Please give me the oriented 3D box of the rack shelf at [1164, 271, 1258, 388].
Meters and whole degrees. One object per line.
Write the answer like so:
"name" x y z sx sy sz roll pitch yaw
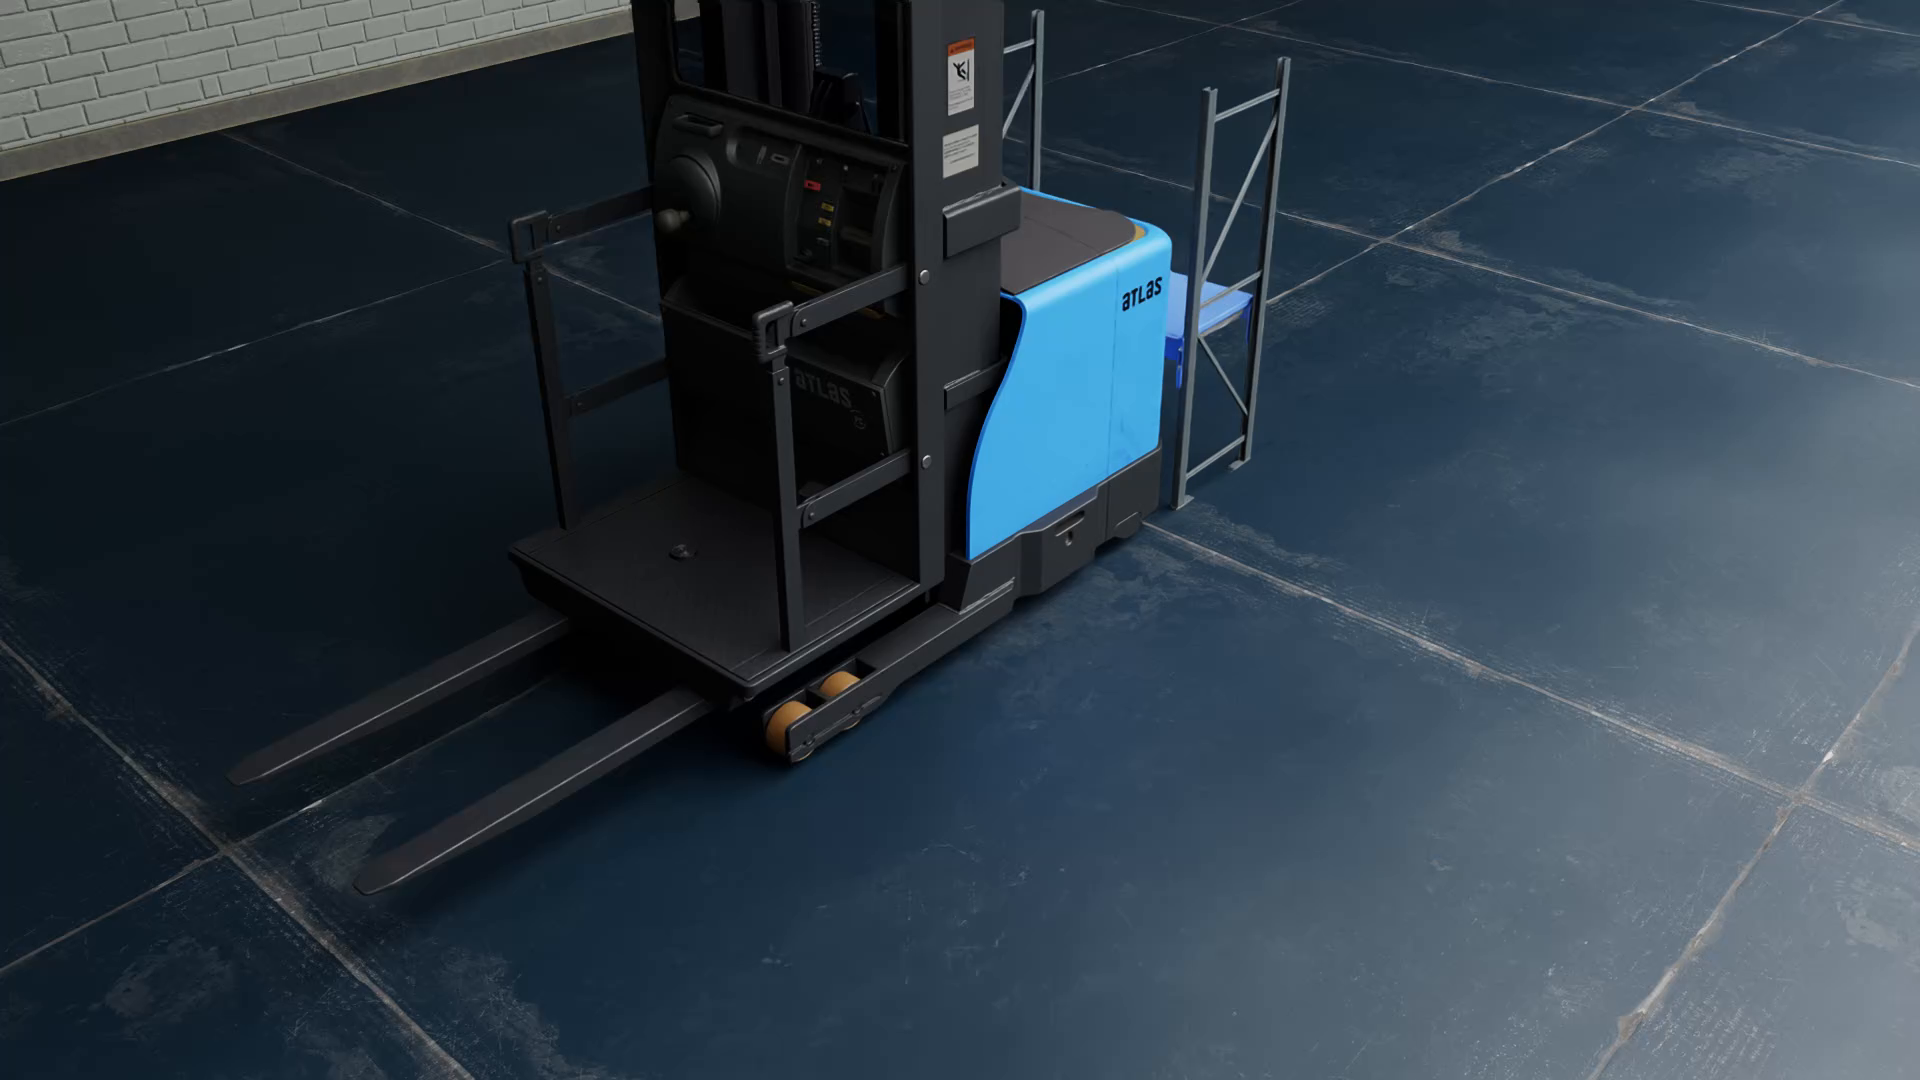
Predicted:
"rack shelf" 0.528 -0.862 6.077 1.000 0.185 0.538 23 38 33

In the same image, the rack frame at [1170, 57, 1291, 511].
"rack frame" 0.921 -0.850 5.708 0.032 1.500 0.500 23 38 33

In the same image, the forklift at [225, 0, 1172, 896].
"forklift" -0.654 -0.925 4.445 1.130 2.935 3.031 24 39 34

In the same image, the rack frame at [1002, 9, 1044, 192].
"rack frame" 0.135 -1.183 6.261 0.032 1.500 0.500 23 38 33

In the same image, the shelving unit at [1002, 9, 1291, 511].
"shelving unit" 0.528 -1.016 5.984 1.048 1.500 0.538 23 38 33
